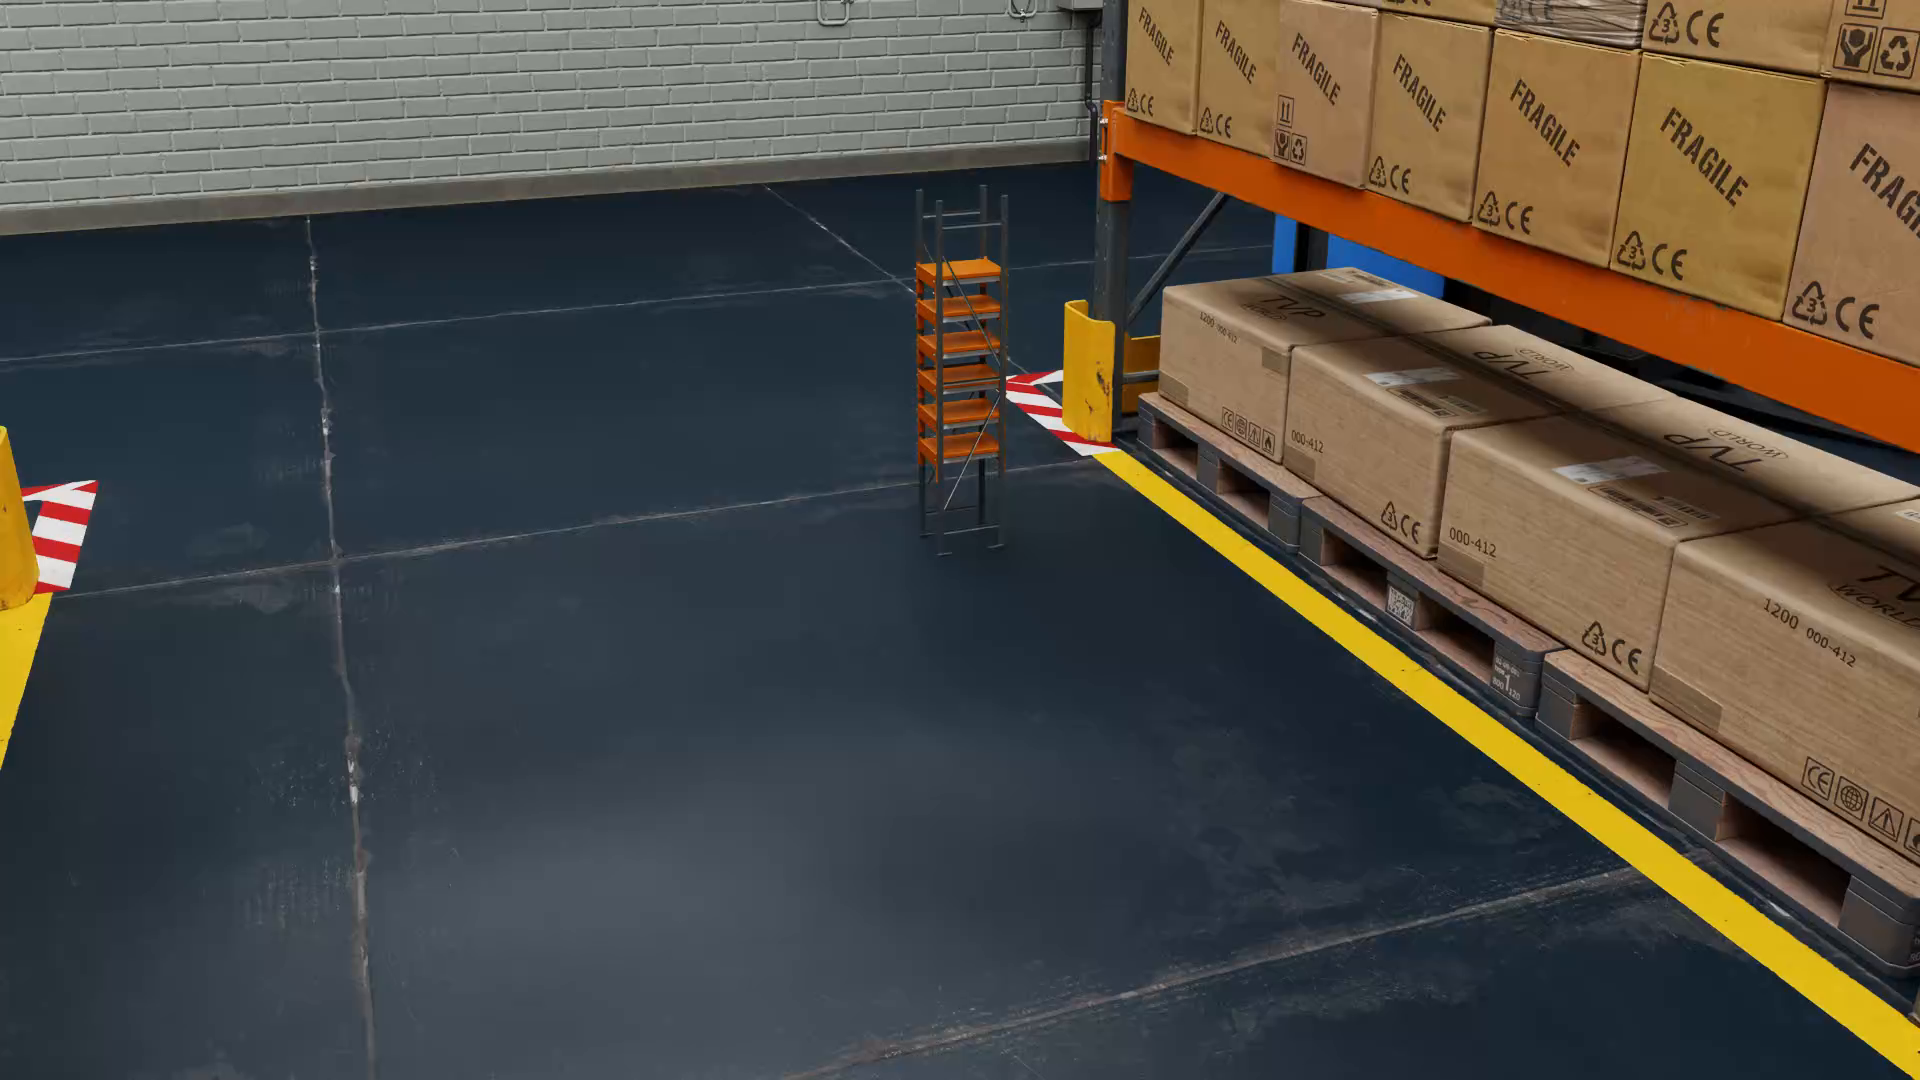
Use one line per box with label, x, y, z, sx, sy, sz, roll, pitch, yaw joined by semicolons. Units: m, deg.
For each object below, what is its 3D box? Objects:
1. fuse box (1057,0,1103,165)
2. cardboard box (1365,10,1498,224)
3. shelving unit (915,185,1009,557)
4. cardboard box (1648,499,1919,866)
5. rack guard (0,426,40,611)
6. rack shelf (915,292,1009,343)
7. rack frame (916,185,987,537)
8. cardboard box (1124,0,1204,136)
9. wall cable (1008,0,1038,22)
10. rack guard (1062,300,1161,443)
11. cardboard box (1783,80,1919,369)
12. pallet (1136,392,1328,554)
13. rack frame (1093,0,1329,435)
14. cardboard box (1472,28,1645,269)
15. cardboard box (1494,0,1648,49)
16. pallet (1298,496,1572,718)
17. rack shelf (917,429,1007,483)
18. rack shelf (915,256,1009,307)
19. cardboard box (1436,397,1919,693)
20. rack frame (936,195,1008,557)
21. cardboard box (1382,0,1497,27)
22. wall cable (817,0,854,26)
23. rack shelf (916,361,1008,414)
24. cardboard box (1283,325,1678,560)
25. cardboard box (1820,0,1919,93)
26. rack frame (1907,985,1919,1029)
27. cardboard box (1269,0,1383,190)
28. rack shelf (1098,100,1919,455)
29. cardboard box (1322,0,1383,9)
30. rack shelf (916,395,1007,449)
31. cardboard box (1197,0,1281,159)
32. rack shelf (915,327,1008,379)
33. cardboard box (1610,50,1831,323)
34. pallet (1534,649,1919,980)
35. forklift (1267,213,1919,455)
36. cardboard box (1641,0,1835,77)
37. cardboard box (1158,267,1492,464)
fuse box;1.024;-3.584;12.050;0.539;1.711;0.414;-8;24;-19
cardboard box;1.482;-1.182;4.563;0.500;0.500;0.500;-8;24;-17
shelving unit;0.005;-0.548;5.504;0.258;1.200;0.189;-8;24;-19
cardboard box;2.313;0.301;3.932;0.875;0.438;0.875;-9;24;-20
rack guard;-3.547;-0.001;5.109;1.175;0.500;0.348;-8;24;-19
rack shelf;0.005;-0.728;5.429;0.258;0.103;0.180;-8;24;-19
rack frame;-0.027;-0.581;5.583;0.240;1.200;0.006;-8;24;-19
cardboard box;0.922;-1.729;5.861;0.500;0.500;0.500;-9;24;-19
wall cable;0.330;-4.609;11.516;0.588;1.984;0.122;-8;24;-19
rack guard;1.013;-0.753;6.894;1.175;0.500;0.348;-8;24;-19
cardboard box;2.031;-0.623;3.237;0.500;0.500;0.500;-8;24;-19
pallet;1.377;-0.332;6.266;1.003;0.211;1.213;-8;24;-19
rack frame;1.021;-1.897;6.388;1.000;3.000;0.127;-8;24;-19
cardboard box;1.653;-0.990;4.107;0.500;0.500;0.500;-9;24;-20
cardboard box;1.649;-1.453;3.919;0.500;0.500;0.500;-8;24;-18
pallet;1.804;0.111;5.216;1.003;0.211;1.213;-8;24;-19
rack shelf;0.005;-0.286;5.615;0.258;0.103;0.180;-8;24;-19
rack shelf;0.005;-0.838;5.382;0.258;0.103;0.180;-8;24;-19
cardboard box;1.996;-0.024;4.703;0.875;0.438;0.875;-9;25;-21
rack frame;0.037;-0.514;5.426;0.240;1.200;0.006;-8;24;-19
cardboard box;1.480;-1.636;4.354;0.500;0.500;0.500;-8;24;-19
wall cable;-0.993;-4.425;11.038;0.585;1.953;0.123;-8;24;-19
rack shelf;0.005;-0.507;5.522;0.258;0.103;0.180;-8;24;-19
cardboard box;1.679;-0.352;5.481;0.875;0.438;0.875;-8;24;-18
cardboard box;2.009;-1.084;3.043;0.500;0.500;0.500;-9;24;-19
rack frame;2.434;-0.443;2.939;1.000;3.000;0.127;-8;24;-19
cardboard box;1.290;-1.362;4.990;0.500;0.500;0.500;-8;24;-19
rack shelf;1.728;-0.838;4.803;1.077;0.370;4.000;-8;24;-19
cardboard box;1.302;-1.817;4.783;0.500;0.500;0.500;-9;24;-19
rack shelf;0.005;-0.396;5.568;0.258;0.103;0.180;-8;24;-19
cardboard box;1.127;-1.549;5.434;0.500;0.500;0.500;-9;24;-20
rack shelf;0.005;-0.617;5.475;0.258;0.103;0.180;-8;24;-19
cardboard box;1.844;-0.809;3.678;0.500;0.500;0.500;-9;24;-20
pallet;2.239;0.555;4.162;1.003;0.211;1.213;-8;24;-19
forklift;2.765;-1.999;6.718;1.130;2.935;3.031;-16;28;-34
cardboard box;1.838;-1.269;3.483;0.500;0.500;0.500;-9;24;-20
cardboard box;1.348;-0.683;6.267;0.875;0.438;0.875;-9;25;-21
